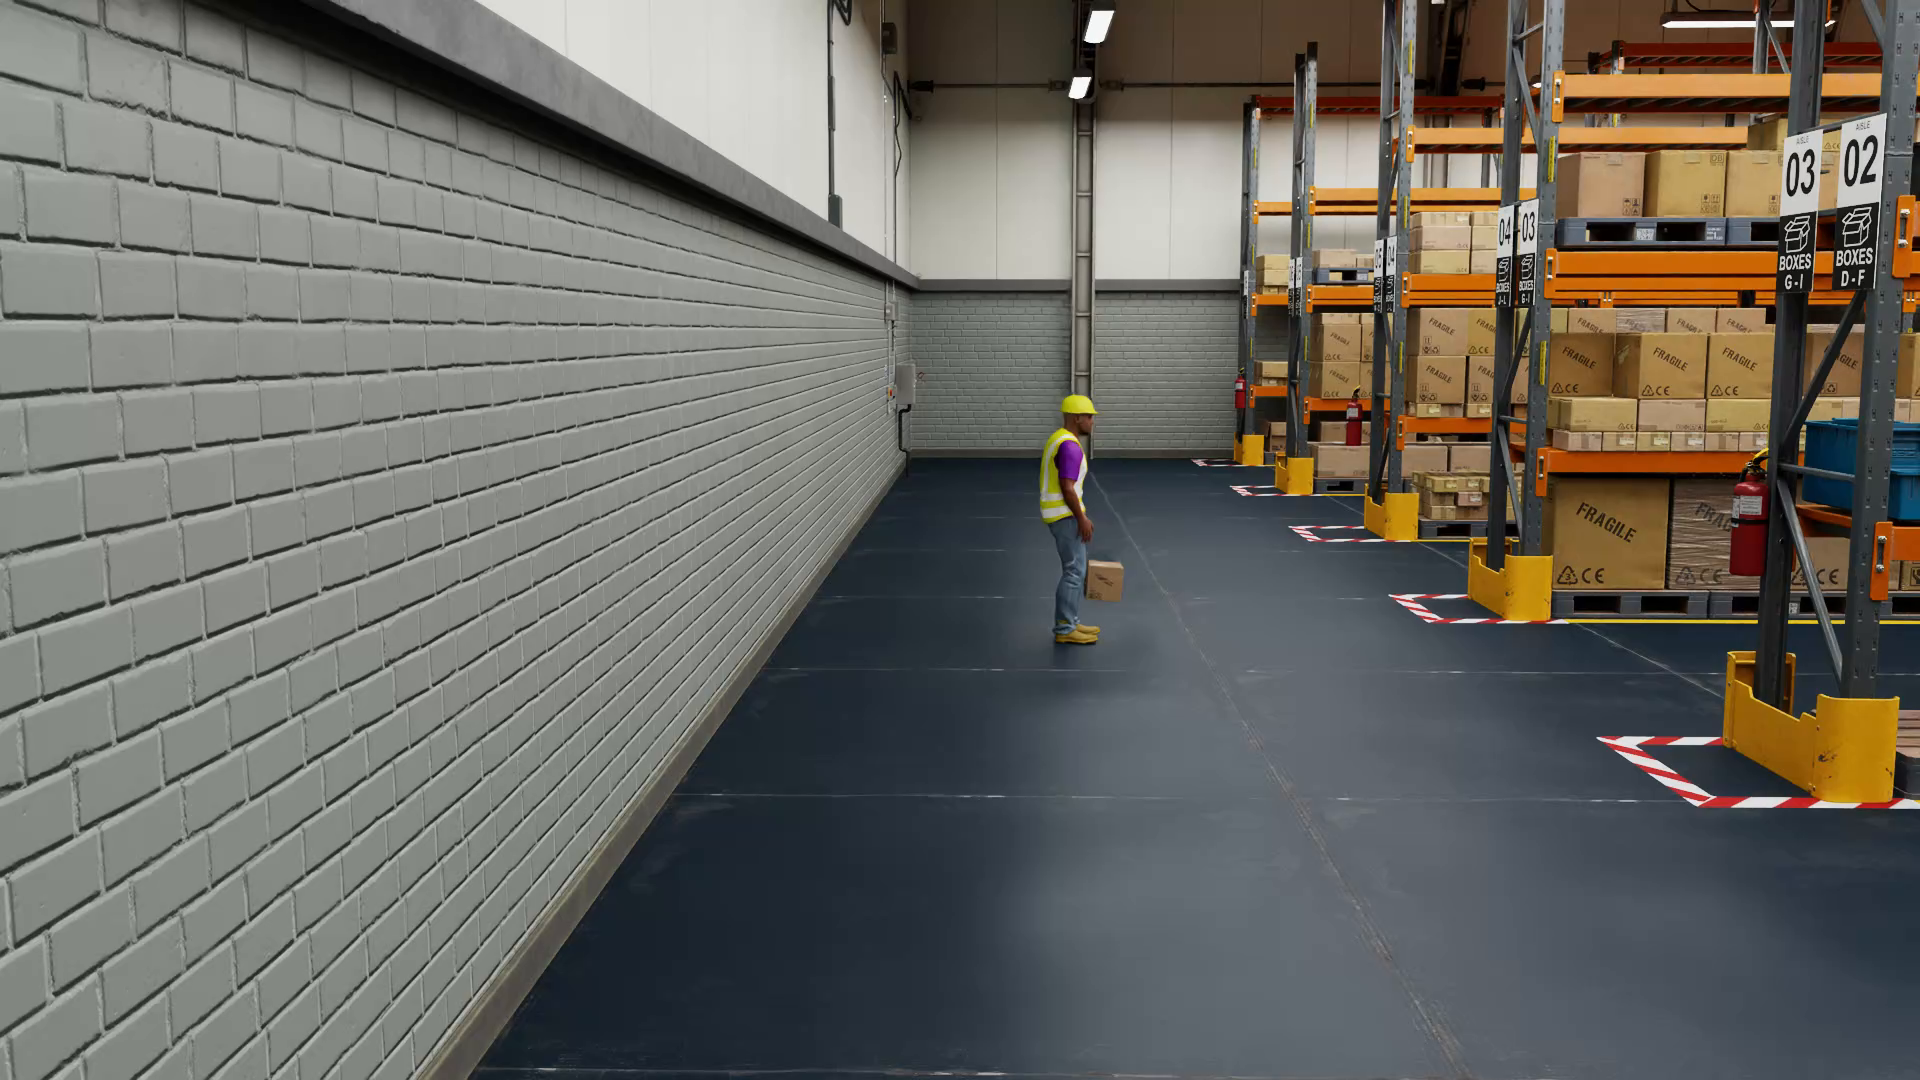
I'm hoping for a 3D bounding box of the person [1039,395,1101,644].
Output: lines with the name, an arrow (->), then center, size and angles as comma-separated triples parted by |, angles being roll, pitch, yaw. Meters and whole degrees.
person -> 0.798, -0.160, 11.957 | 0.457, 1.763, 0.601 | 0, 7, -1
